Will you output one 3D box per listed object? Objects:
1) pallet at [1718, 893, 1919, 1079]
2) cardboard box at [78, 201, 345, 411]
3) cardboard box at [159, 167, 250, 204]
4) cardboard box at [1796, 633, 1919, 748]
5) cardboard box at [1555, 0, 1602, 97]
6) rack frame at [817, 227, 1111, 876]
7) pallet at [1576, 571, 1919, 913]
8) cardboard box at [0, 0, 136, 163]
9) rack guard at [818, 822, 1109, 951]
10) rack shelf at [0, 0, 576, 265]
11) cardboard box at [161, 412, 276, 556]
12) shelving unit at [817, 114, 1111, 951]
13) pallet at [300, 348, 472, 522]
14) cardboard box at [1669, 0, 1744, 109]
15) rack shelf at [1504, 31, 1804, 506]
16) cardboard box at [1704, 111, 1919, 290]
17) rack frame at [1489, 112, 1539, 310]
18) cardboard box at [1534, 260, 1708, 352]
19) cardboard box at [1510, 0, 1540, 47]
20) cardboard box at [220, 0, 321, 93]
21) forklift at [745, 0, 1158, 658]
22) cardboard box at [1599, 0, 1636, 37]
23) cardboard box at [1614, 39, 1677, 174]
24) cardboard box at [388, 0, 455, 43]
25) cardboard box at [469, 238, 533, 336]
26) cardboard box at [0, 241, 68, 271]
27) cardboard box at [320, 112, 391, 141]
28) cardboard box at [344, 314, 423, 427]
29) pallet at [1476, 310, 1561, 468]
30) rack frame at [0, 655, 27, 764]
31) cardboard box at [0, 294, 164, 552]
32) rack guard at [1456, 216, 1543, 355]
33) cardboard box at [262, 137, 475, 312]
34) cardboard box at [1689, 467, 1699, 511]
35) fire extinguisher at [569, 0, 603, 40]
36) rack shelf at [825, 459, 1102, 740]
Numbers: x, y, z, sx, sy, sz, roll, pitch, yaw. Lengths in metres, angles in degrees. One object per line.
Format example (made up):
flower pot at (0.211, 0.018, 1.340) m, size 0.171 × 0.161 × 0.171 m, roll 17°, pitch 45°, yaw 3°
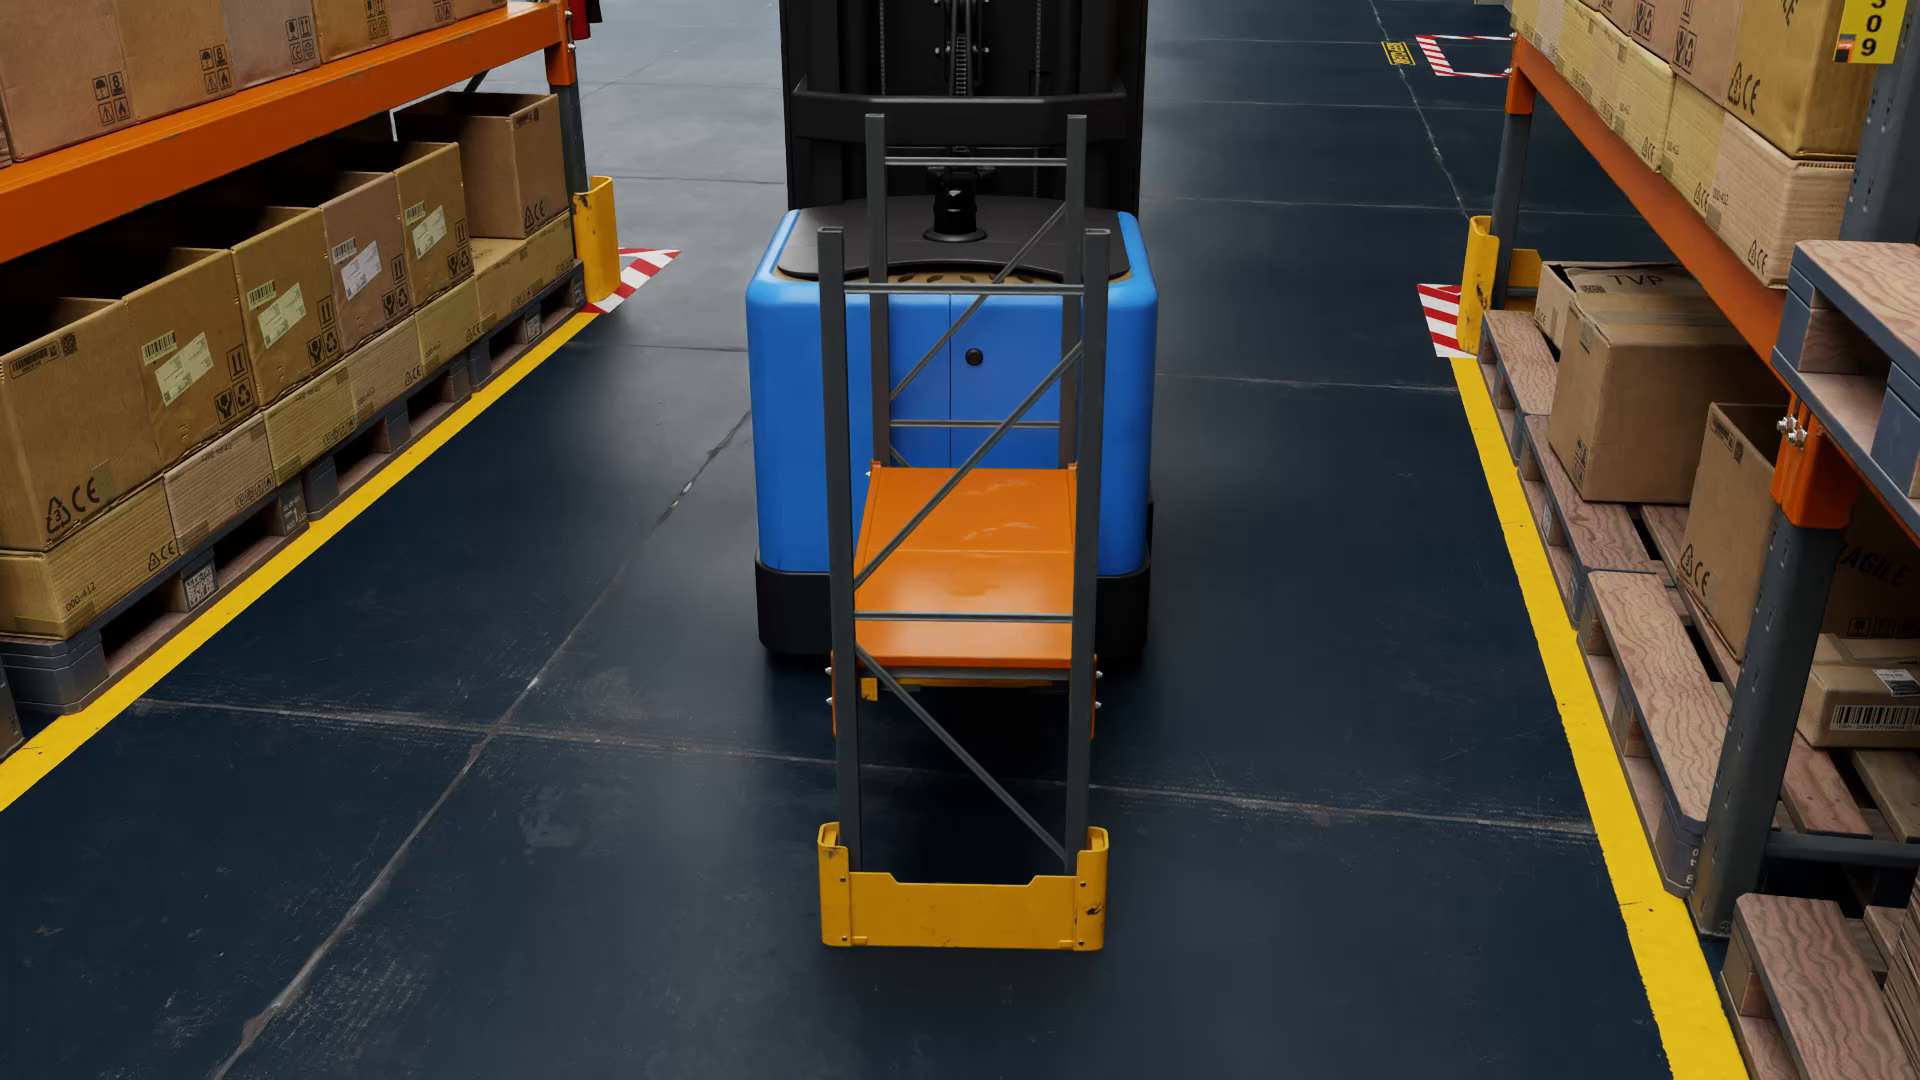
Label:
pallet at (1.921, 1.071, 2.712) m, size 1.003 × 0.211 × 1.213 m, roll 4°, pitch 25°, yaw 9°
cardboard box at (-2.293, -0.734, 5.143) m, size 0.500 × 0.500 × 0.500 m, roll 4°, pitch 25°, yaw 9°
cardboard box at (-2.742, -0.980, 5.670) m, size 0.500 × 0.500 × 0.500 m, roll 4°, pitch 25°, yaw 9°
cardboard box at (2.105, 0.341, 3.807) m, size 0.380 × 0.166 × 0.250 m, roll 1°, pitch 25°, yaw 2°
cardboard box at (2.148, -1.519, 5.109) m, size 0.500 × 0.250 × 0.500 m, roll 4°, pitch 25°, yaw 8°
rack frame at (0.006, 0.150, 3.161) m, size 0.500 × 1.500 × 0.032 m, roll 1°, pitch 25°, yaw 2°
pallet at (2.122, 0.462, 4.013) m, size 1.003 × 0.211 × 1.213 m, roll 4°, pitch 25°, yaw 9°
cardboard box at (-2.695, -1.311, 4.395) m, size 0.700 × 0.500 × 0.500 m, roll 4°, pitch 25°, yaw 8°
rack guard at (0.006, 0.715, 3.427) m, size 0.587 × 0.250 × 0.087 m, roll 1°, pitch 25°, yaw 2°
rack shelf at (-2.514, -1.370, 5.486) m, size 1.077 × 0.370 × 4.000 m, roll 4°, pitch 25°, yaw 9°
cardboard box at (-2.379, -0.186, 4.856) m, size 0.500 × 0.250 × 0.500 m, roll 4°, pitch 25°, yaw 9°
shelving unit at (0.021, -0.062, 3.613) m, size 0.587 × 1.500 × 1.083 m, roll 1°, pitch 25°, yaw 2°
pallet at (-2.472, -0.438, 5.936) m, size 1.003 × 0.211 × 1.213 m, roll 4°, pitch 25°, yaw 9°
cardboard box at (1.895, -1.226, 3.601) m, size 0.500 × 0.500 × 0.500 m, roll 4°, pitch 25°, yaw 8°
rack shelf at (2.374, -1.028, 4.757) m, size 1.077 × 0.370 × 4.000 m, roll 4°, pitch 25°, yaw 9°
cardboard box at (1.825, -0.678, 3.313) m, size 0.500 × 0.250 × 0.500 m, roll 4°, pitch 25°, yaw 9°
rack frame at (2.701, -2.190, 6.391) m, size 1.000 × 3.000 × 0.127 m, roll 4°, pitch 25°, yaw 9°
cardboard box at (2.499, -0.889, 6.263) m, size 0.500 × 0.311 × 0.500 m, roll 1°, pitch 25°, yaw 3°
cardboard box at (2.308, -1.949, 6.030) m, size 0.500 × 0.250 × 0.500 m, roll 3°, pitch 25°, yaw 7°
cardboard box at (-2.526, -1.735, 5.301) m, size 0.700 × 0.500 × 0.500 m, roll 5°, pitch 26°, yaw 10°
forklift at (0.017, -1.594, 5.198) m, size 1.130 × 2.935 × 3.031 m, roll 1°, pitch 25°, yaw 1°
cardboard box at (2.072, -1.654, 4.514) m, size 0.500 × 0.500 × 0.500 m, roll 5°, pitch 26°, yaw 10°
cardboard box at (1.982, -1.097, 4.208) m, size 0.500 × 0.250 × 0.500 m, roll 4°, pitch 25°, yaw 8°
cardboard box at (-2.357, -2.163, 6.215) m, size 0.700 × 0.500 × 0.500 m, roll 5°, pitch 25°, yaw 10°
cardboard box at (-2.053, -1.022, 6.643) m, size 0.500 × 0.250 × 0.500 m, roll 4°, pitch 25°, yaw 9°
cardboard box at (-2.887, -0.561, 4.774) m, size 0.500 × 0.500 × 0.500 m, roll 4°, pitch 25°, yaw 9°
cardboard box at (-2.574, -1.398, 6.563) m, size 0.500 × 0.500 × 0.500 m, roll 4°, pitch 25°, yaw 9°
cardboard box at (-2.216, -0.604, 5.750) m, size 0.500 × 0.250 × 0.500 m, roll 4°, pitch 25°, yaw 9°
pallet at (2.521, -0.558, 6.194) m, size 1.003 × 0.211 × 1.213 m, roll 4°, pitch 25°, yaw 9°
rack frame at (-2.841, -0.859, 3.547) m, size 1.000 × 3.000 × 0.127 m, roll 4°, pitch 25°, yaw 9°
cardboard box at (-2.456, -0.316, 4.250) m, size 0.500 × 0.500 × 0.500 m, roll 4°, pitch 25°, yaw 9°
rack guard at (2.688, -1.026, 6.853) m, size 1.175 × 0.500 × 0.348 m, roll 4°, pitch 25°, yaw 9°
cardboard box at (-2.130, -1.152, 6.037) m, size 0.500 × 0.500 × 0.500 m, roll 4°, pitch 25°, yaw 9°
cardboard box at (2.328, -0.093, 4.754) m, size 0.380 × 0.149 × 0.250 m, roll 2°, pitch 25°, yaw 4°
fire extinguisher at (-1.709, -2.514, 7.174) m, size 0.296 × 0.674 × 0.183 m, roll 4°, pitch 25°, yaw 9°
rack shelf at (0.021, 0.097, 3.698) m, size 0.538 × 0.185 × 1.000 m, roll 1°, pitch 25°, yaw 2°
